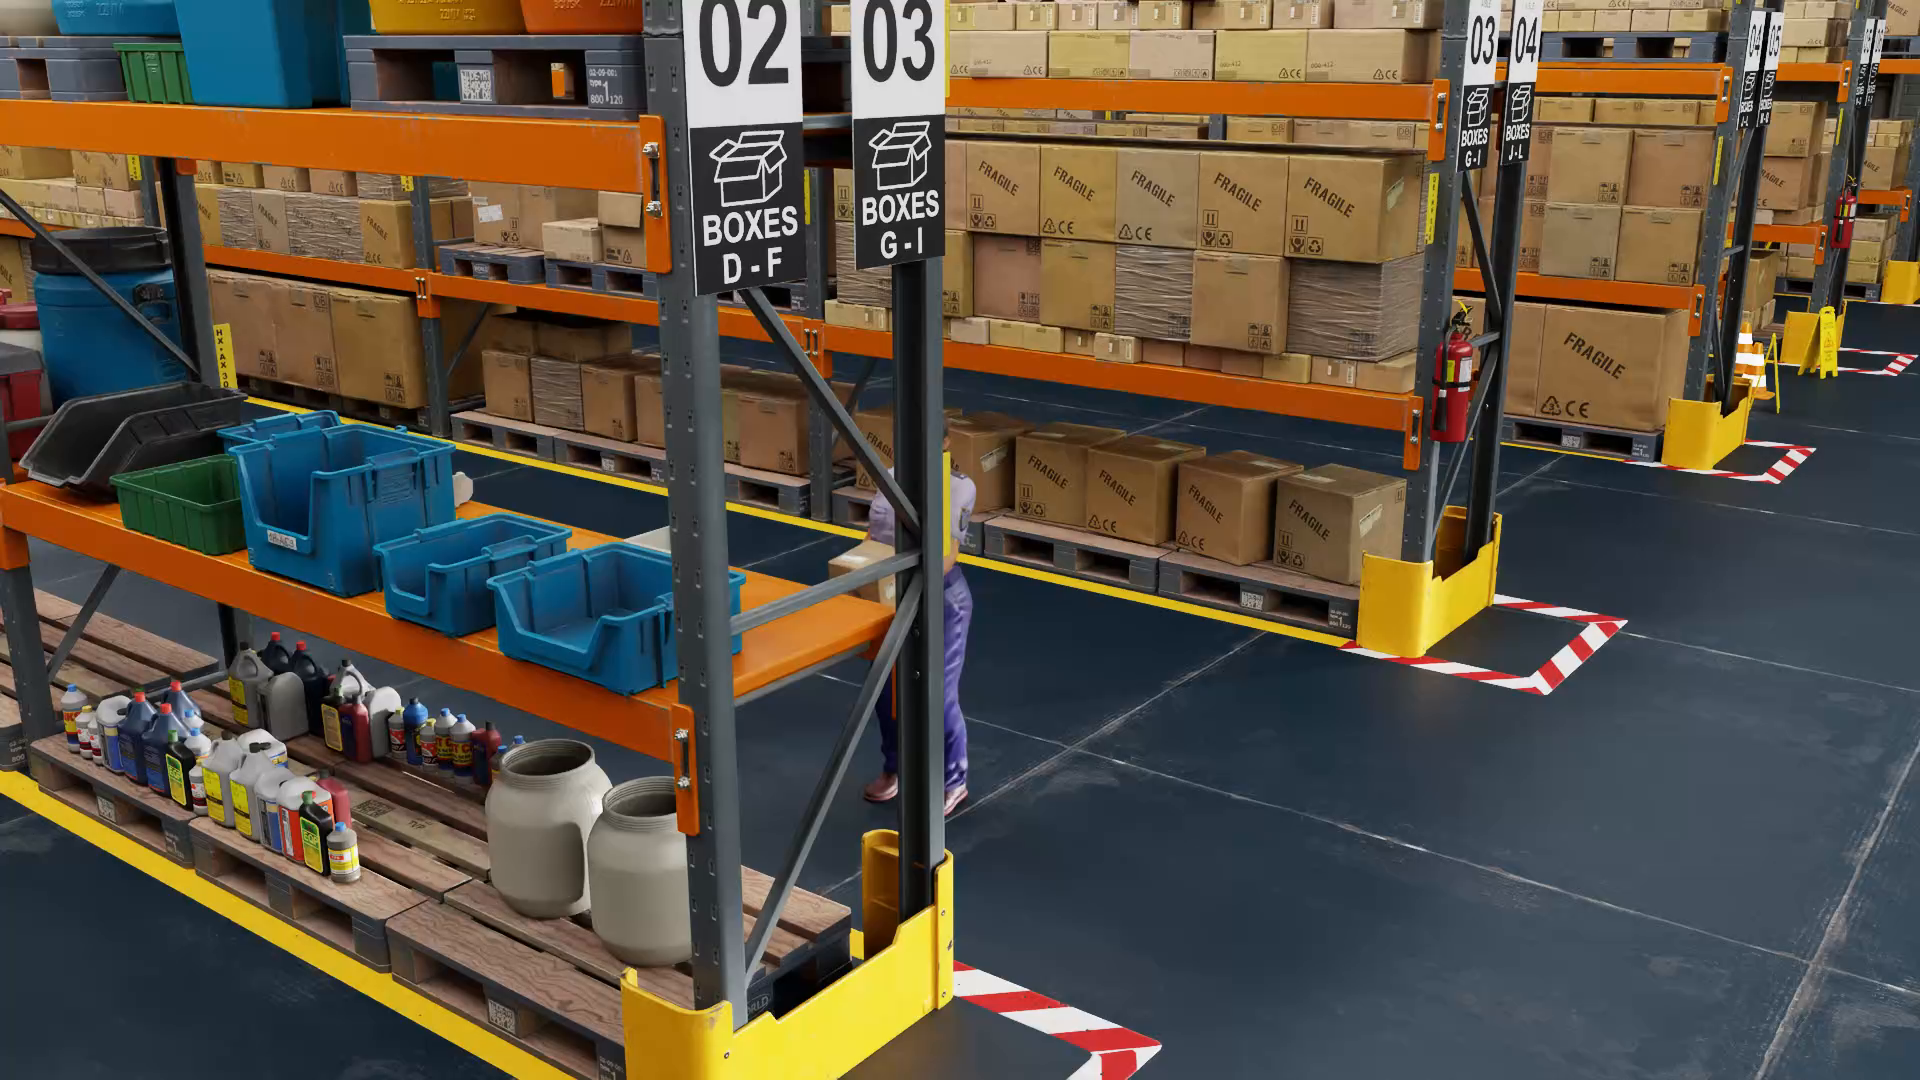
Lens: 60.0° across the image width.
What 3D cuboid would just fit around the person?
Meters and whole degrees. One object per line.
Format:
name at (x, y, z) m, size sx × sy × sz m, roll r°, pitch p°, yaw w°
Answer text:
person at (-0.210, 0.305, 6.589) m, size 0.449 × 1.630 × 0.522 m, roll 12°, pitch 21°, yaw 35°
